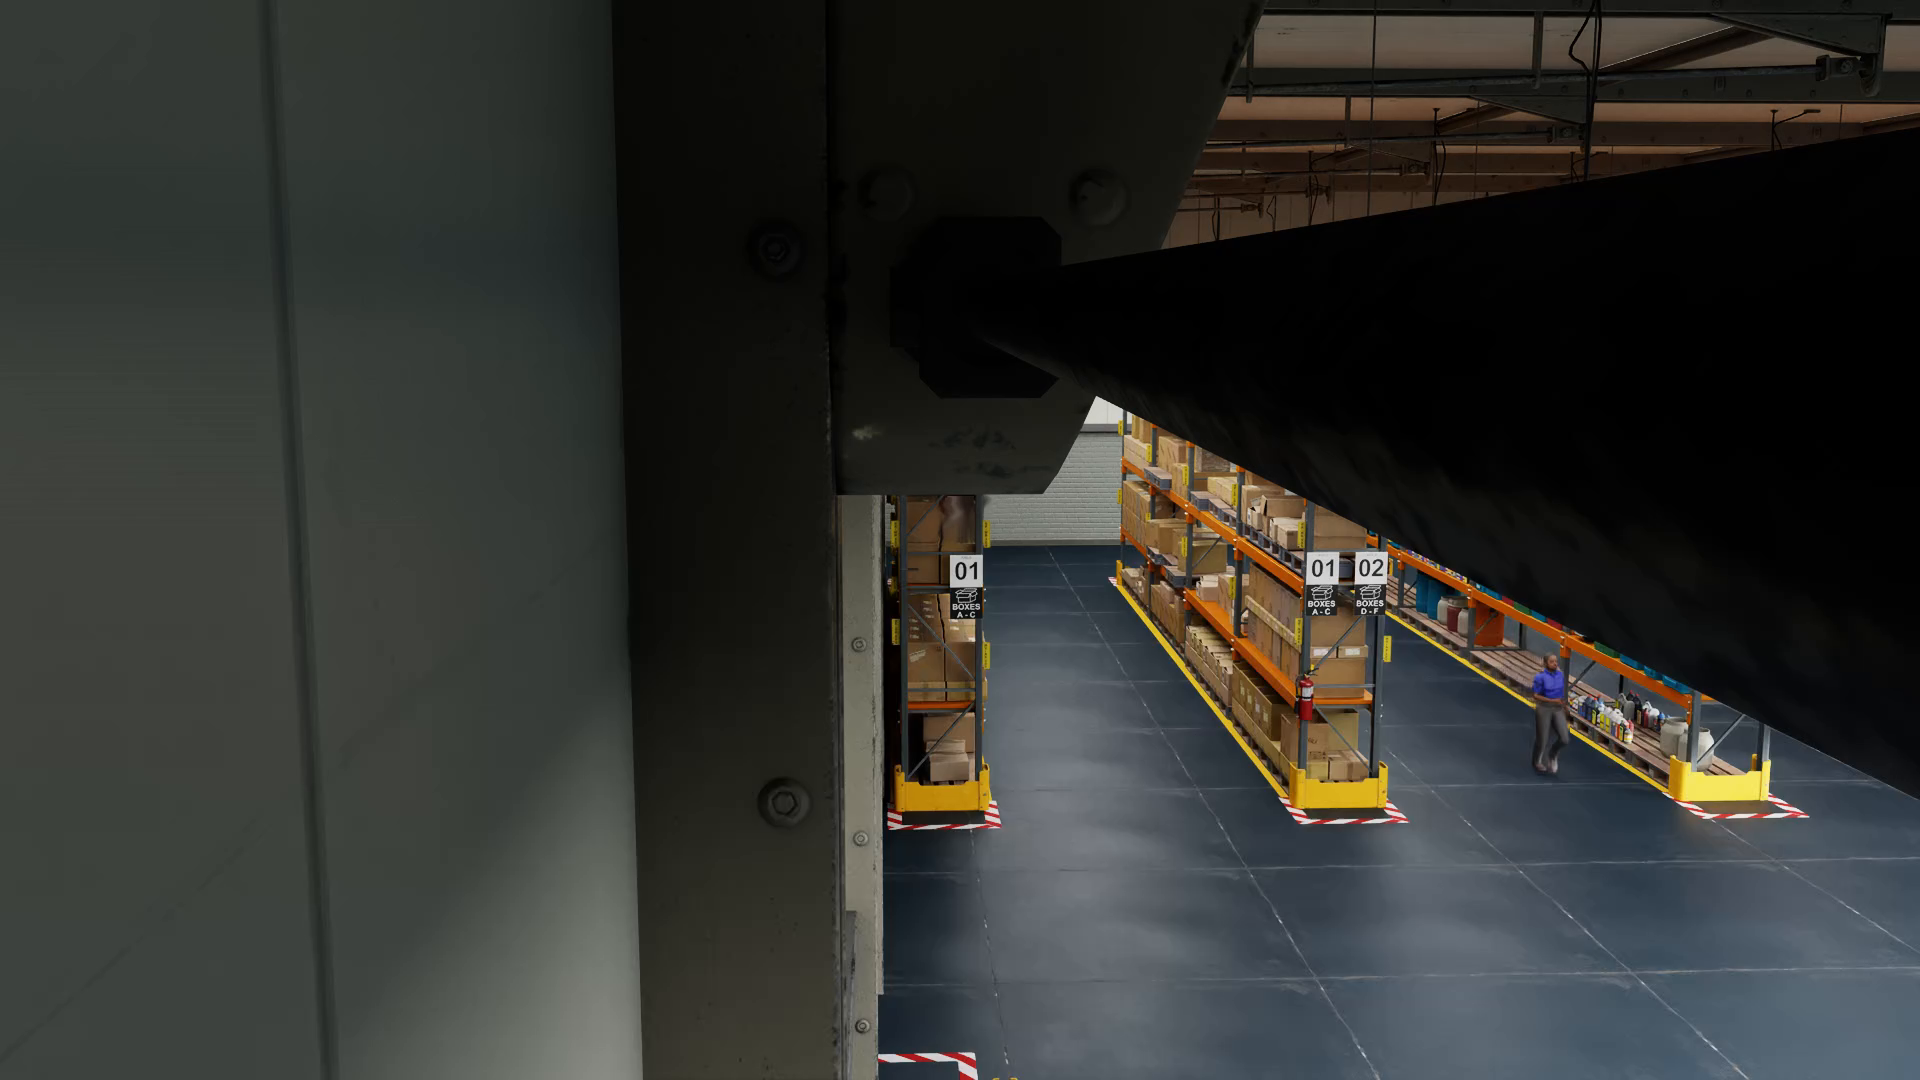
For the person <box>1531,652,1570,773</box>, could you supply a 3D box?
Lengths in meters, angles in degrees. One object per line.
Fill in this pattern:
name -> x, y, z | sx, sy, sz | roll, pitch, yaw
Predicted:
person -> 7.810, 2.294, 21.943 | 0.549, 1.628, 0.649 | -1, 9, -9
